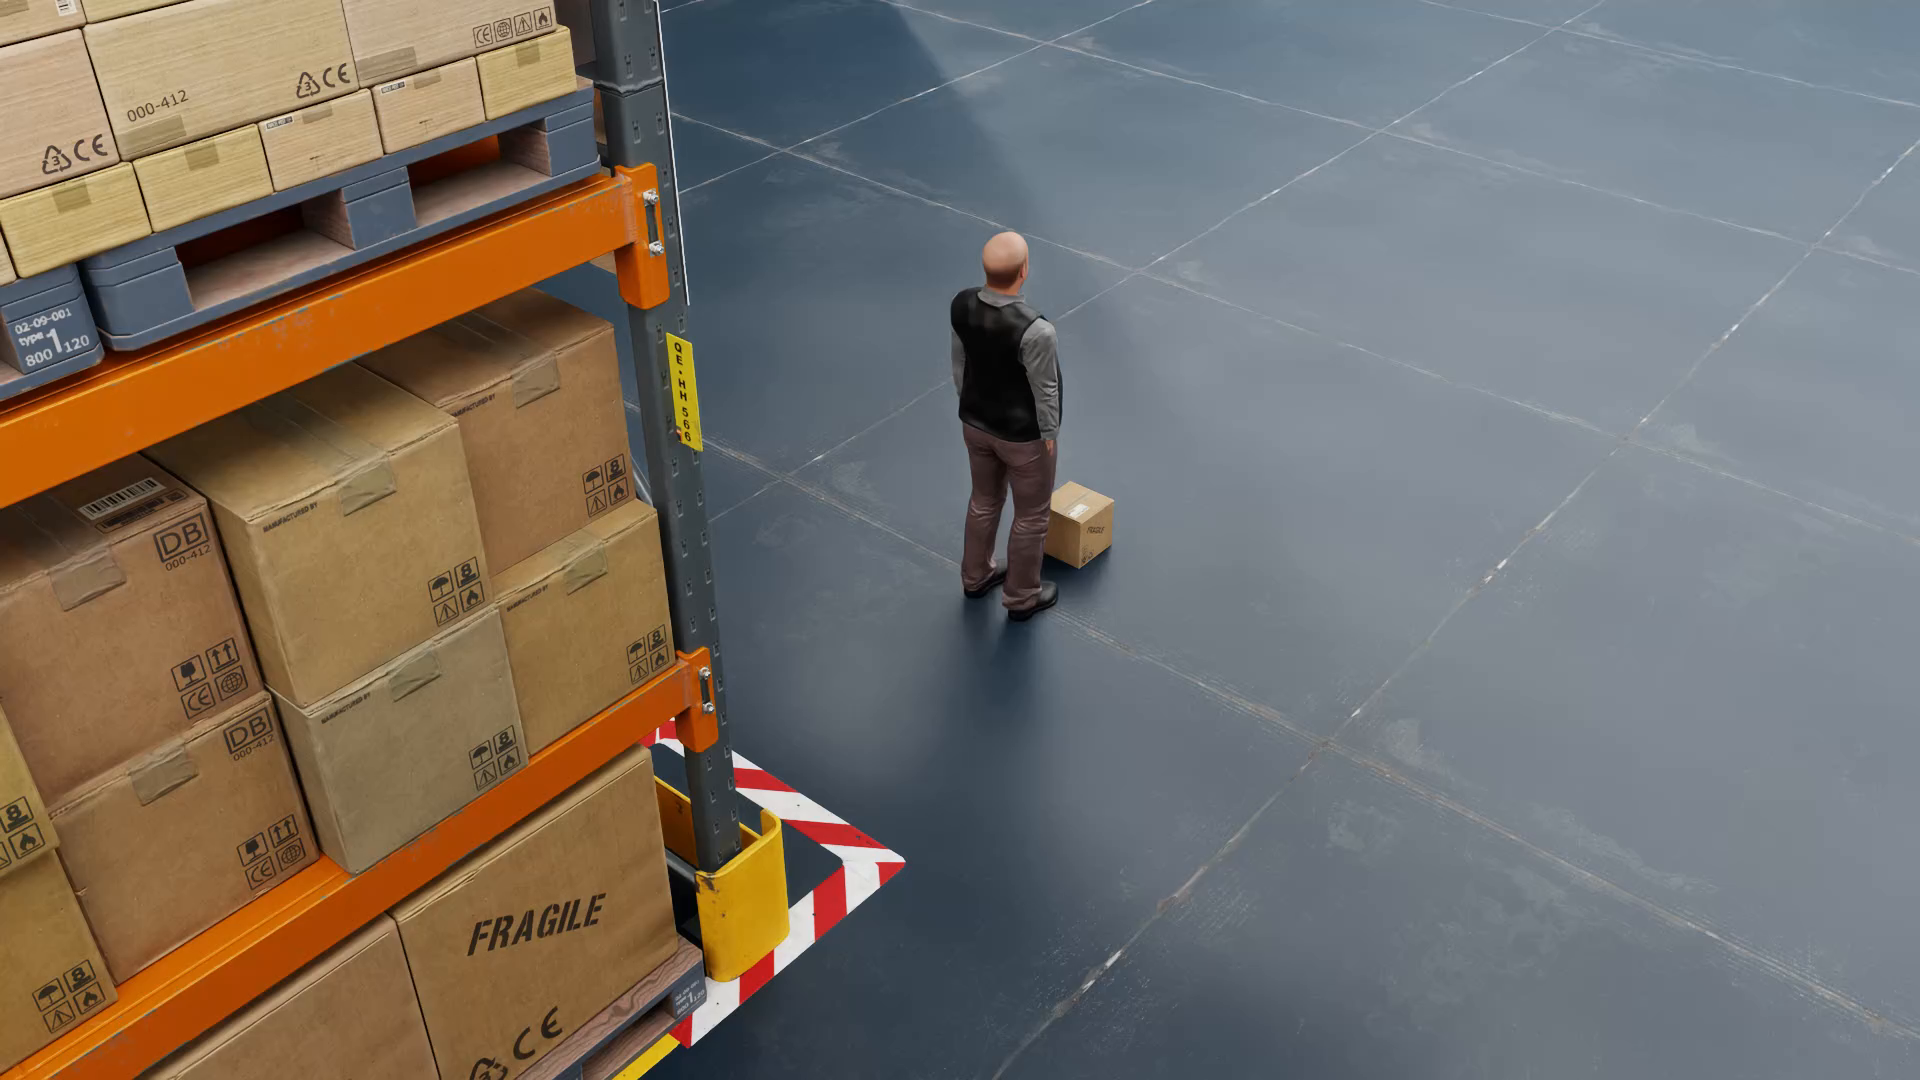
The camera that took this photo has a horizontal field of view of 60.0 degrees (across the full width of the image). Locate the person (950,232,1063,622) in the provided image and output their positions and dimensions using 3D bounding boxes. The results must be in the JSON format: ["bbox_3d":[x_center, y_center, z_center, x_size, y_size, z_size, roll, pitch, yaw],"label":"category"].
[{"bbox_3d":[0.195,-0.472,6.851,0.532,1.717,0.360,27,43,33],"label":"person"}]
